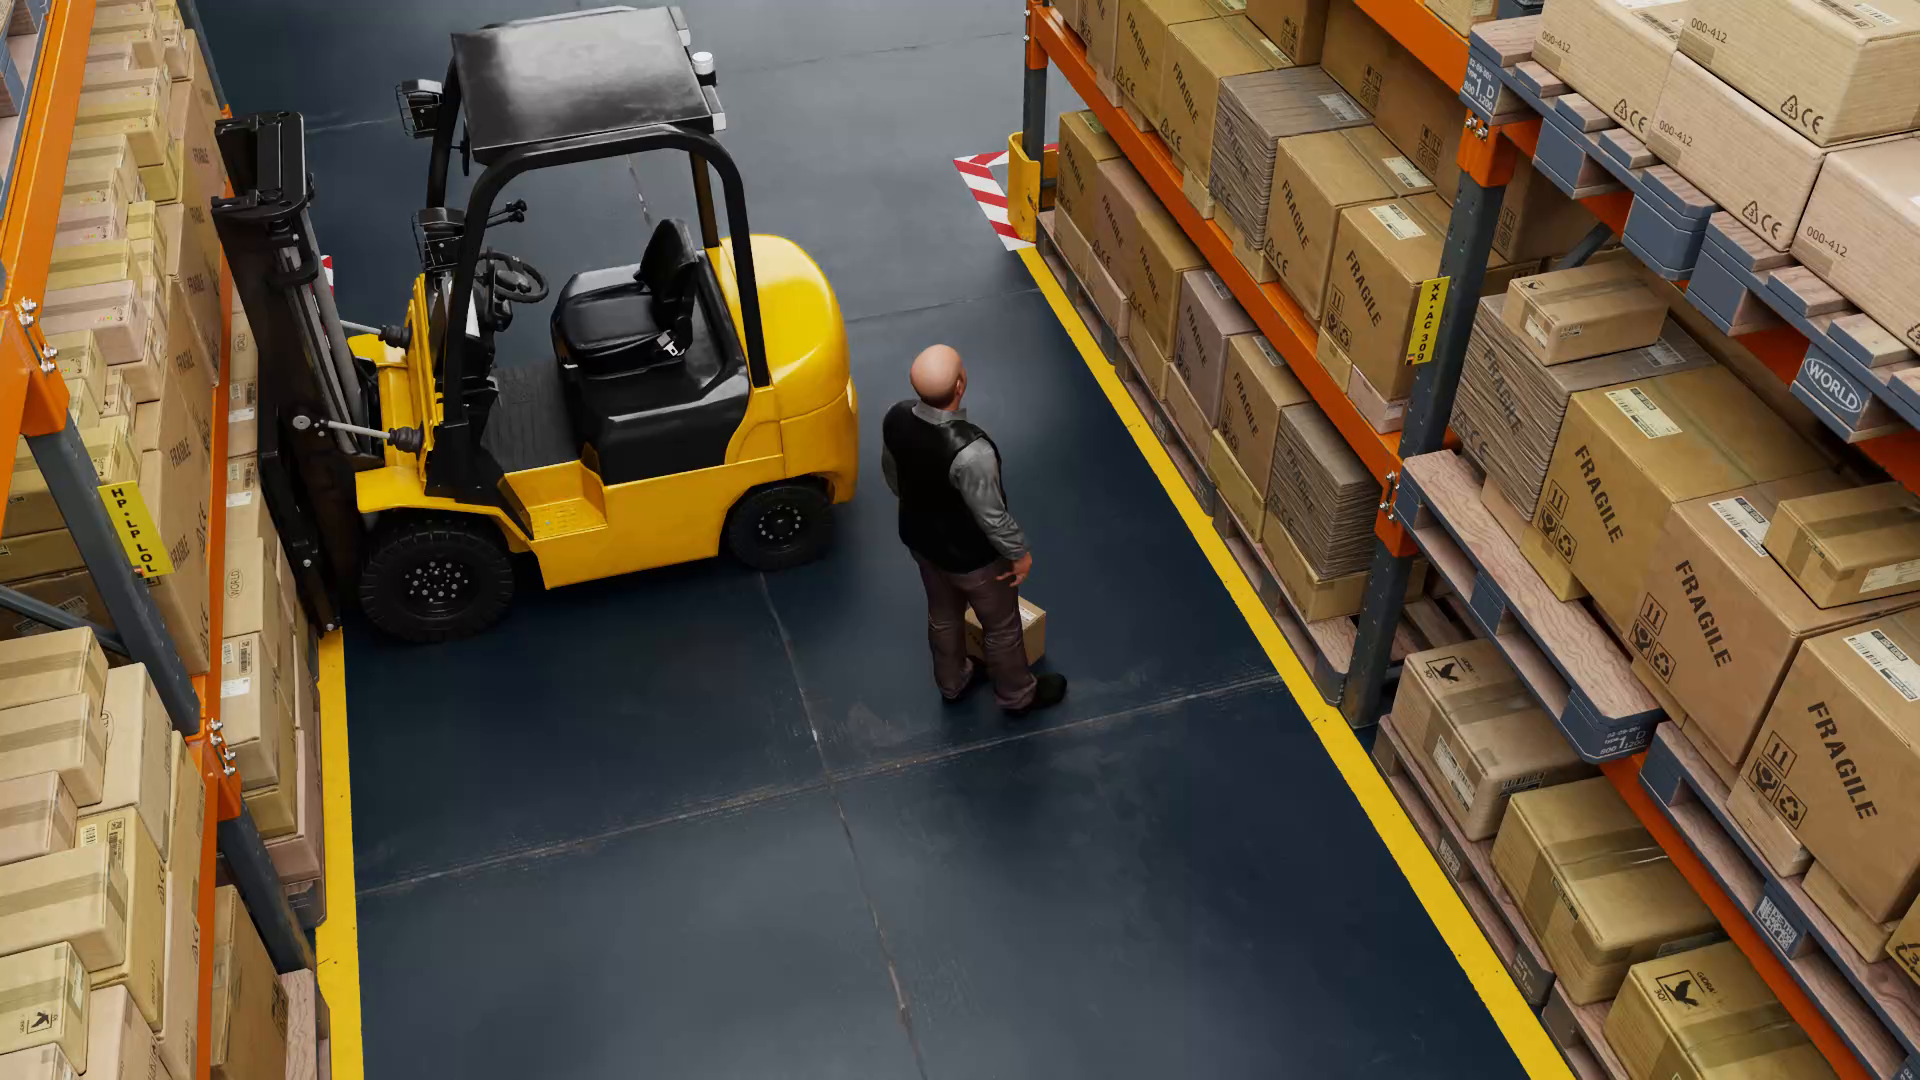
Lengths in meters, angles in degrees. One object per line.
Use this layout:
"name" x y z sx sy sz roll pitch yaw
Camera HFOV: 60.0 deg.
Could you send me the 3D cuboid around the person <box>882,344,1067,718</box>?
"person" 0.042 -0.037 6.207 0.634 1.724 0.564 32 51 31
